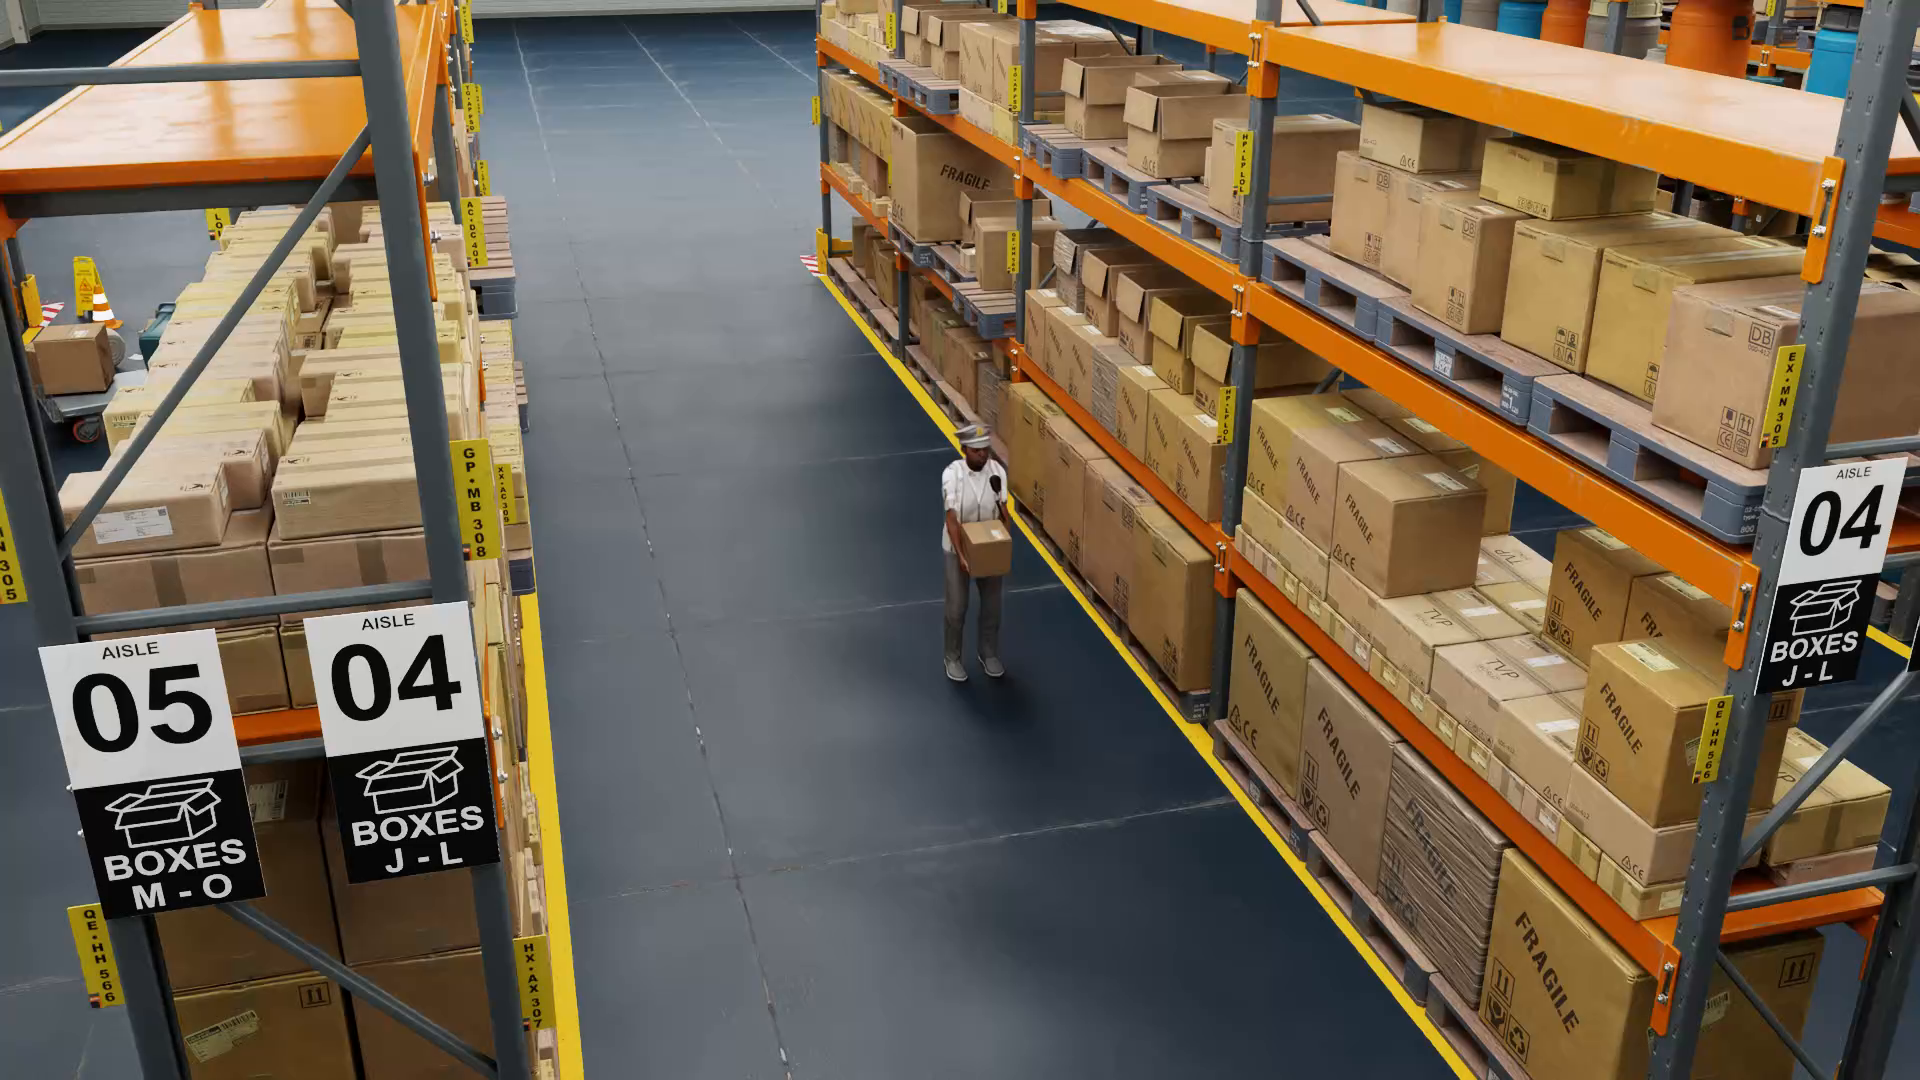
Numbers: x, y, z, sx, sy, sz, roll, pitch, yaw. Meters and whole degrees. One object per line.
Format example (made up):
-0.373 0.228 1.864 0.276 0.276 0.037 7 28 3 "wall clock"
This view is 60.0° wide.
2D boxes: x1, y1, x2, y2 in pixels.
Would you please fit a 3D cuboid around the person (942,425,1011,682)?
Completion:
0.114 0.093 10.397 0.423 1.691 0.523 -7 24 -15 "person"
